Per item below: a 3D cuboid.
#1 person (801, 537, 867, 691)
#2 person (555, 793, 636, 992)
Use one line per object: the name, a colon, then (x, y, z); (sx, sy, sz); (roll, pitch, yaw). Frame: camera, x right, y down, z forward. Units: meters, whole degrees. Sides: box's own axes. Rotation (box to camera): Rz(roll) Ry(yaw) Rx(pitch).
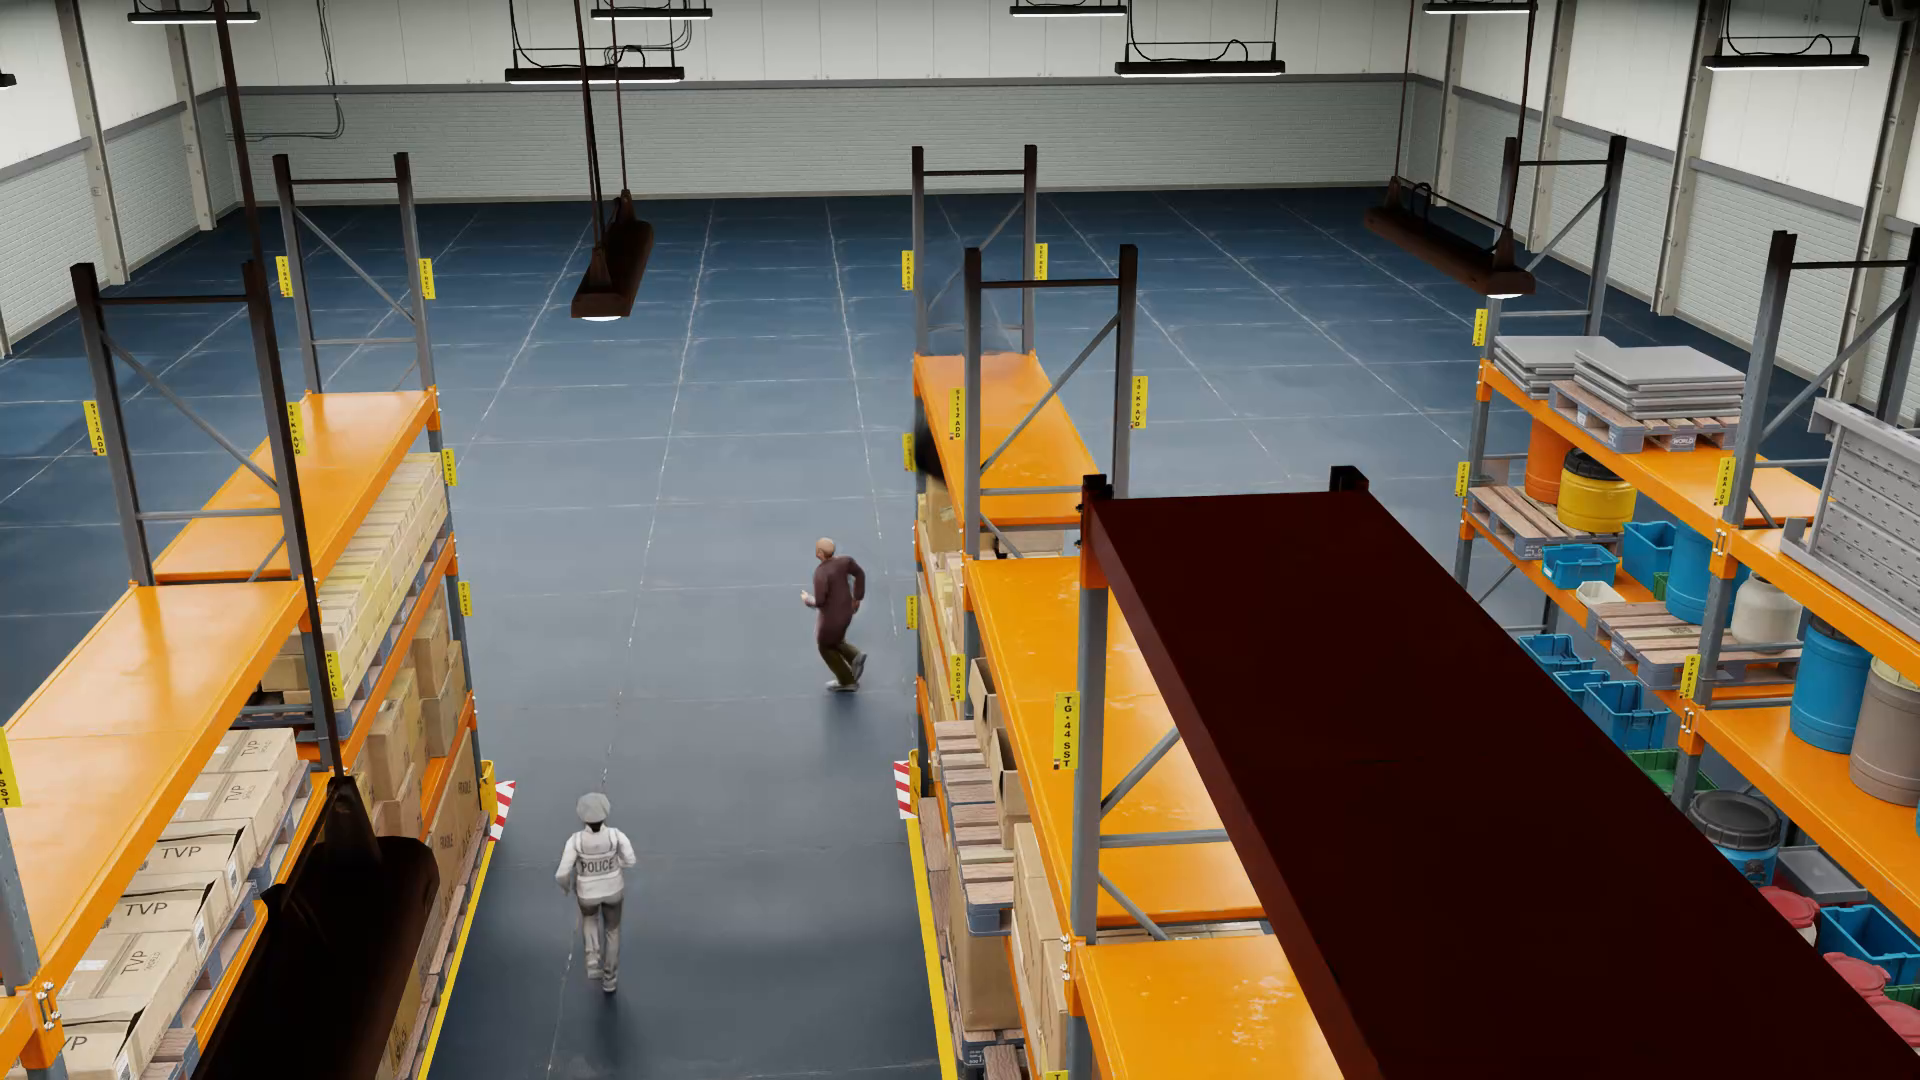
person: (-1.332, 0.776, 17.352); (0.672, 1.731, 0.702); (11, 24, 27)
person: (-2.767, 2.649, 12.709); (0.605, 1.659, 0.538); (-5, 22, -13)
